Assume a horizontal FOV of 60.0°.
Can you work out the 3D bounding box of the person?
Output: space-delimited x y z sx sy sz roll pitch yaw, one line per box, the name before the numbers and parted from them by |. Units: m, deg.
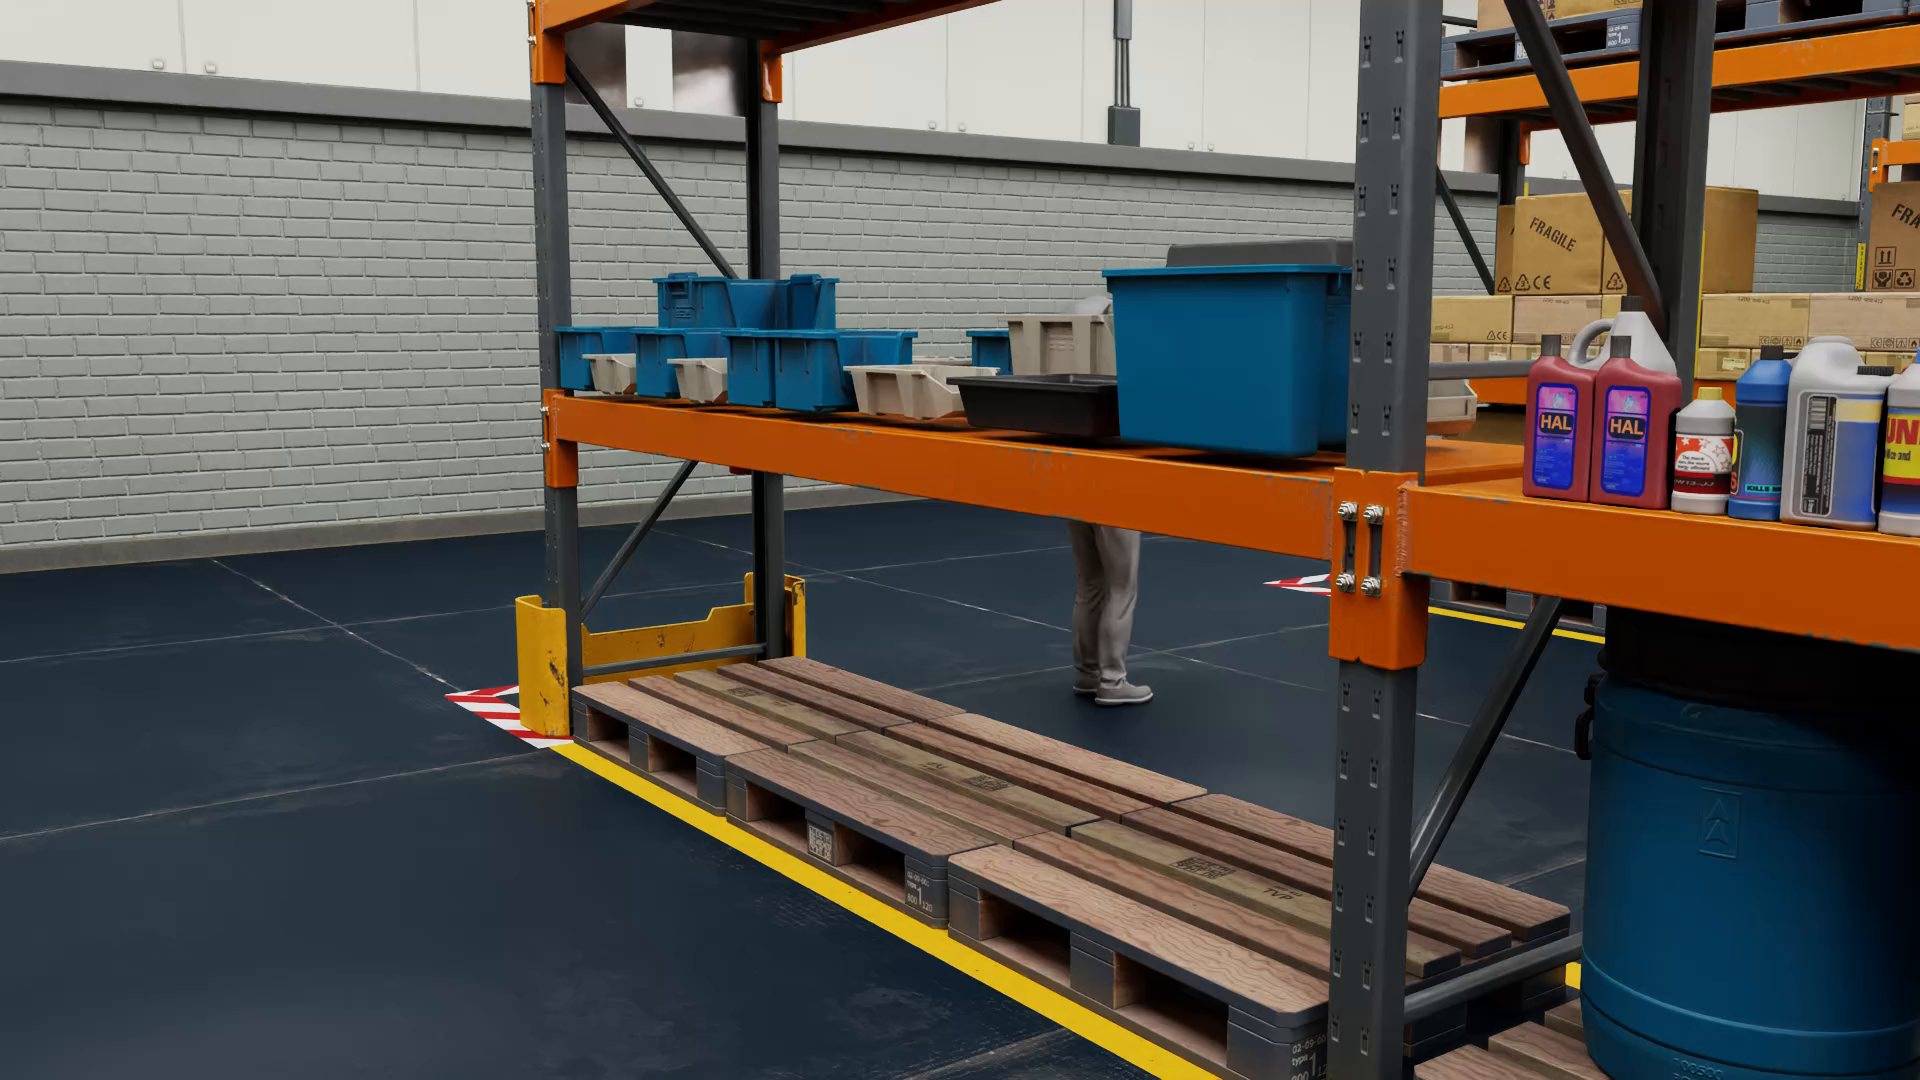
person | 0.632 -0.173 6.951 0.554 1.688 0.463 -6 10 -36
